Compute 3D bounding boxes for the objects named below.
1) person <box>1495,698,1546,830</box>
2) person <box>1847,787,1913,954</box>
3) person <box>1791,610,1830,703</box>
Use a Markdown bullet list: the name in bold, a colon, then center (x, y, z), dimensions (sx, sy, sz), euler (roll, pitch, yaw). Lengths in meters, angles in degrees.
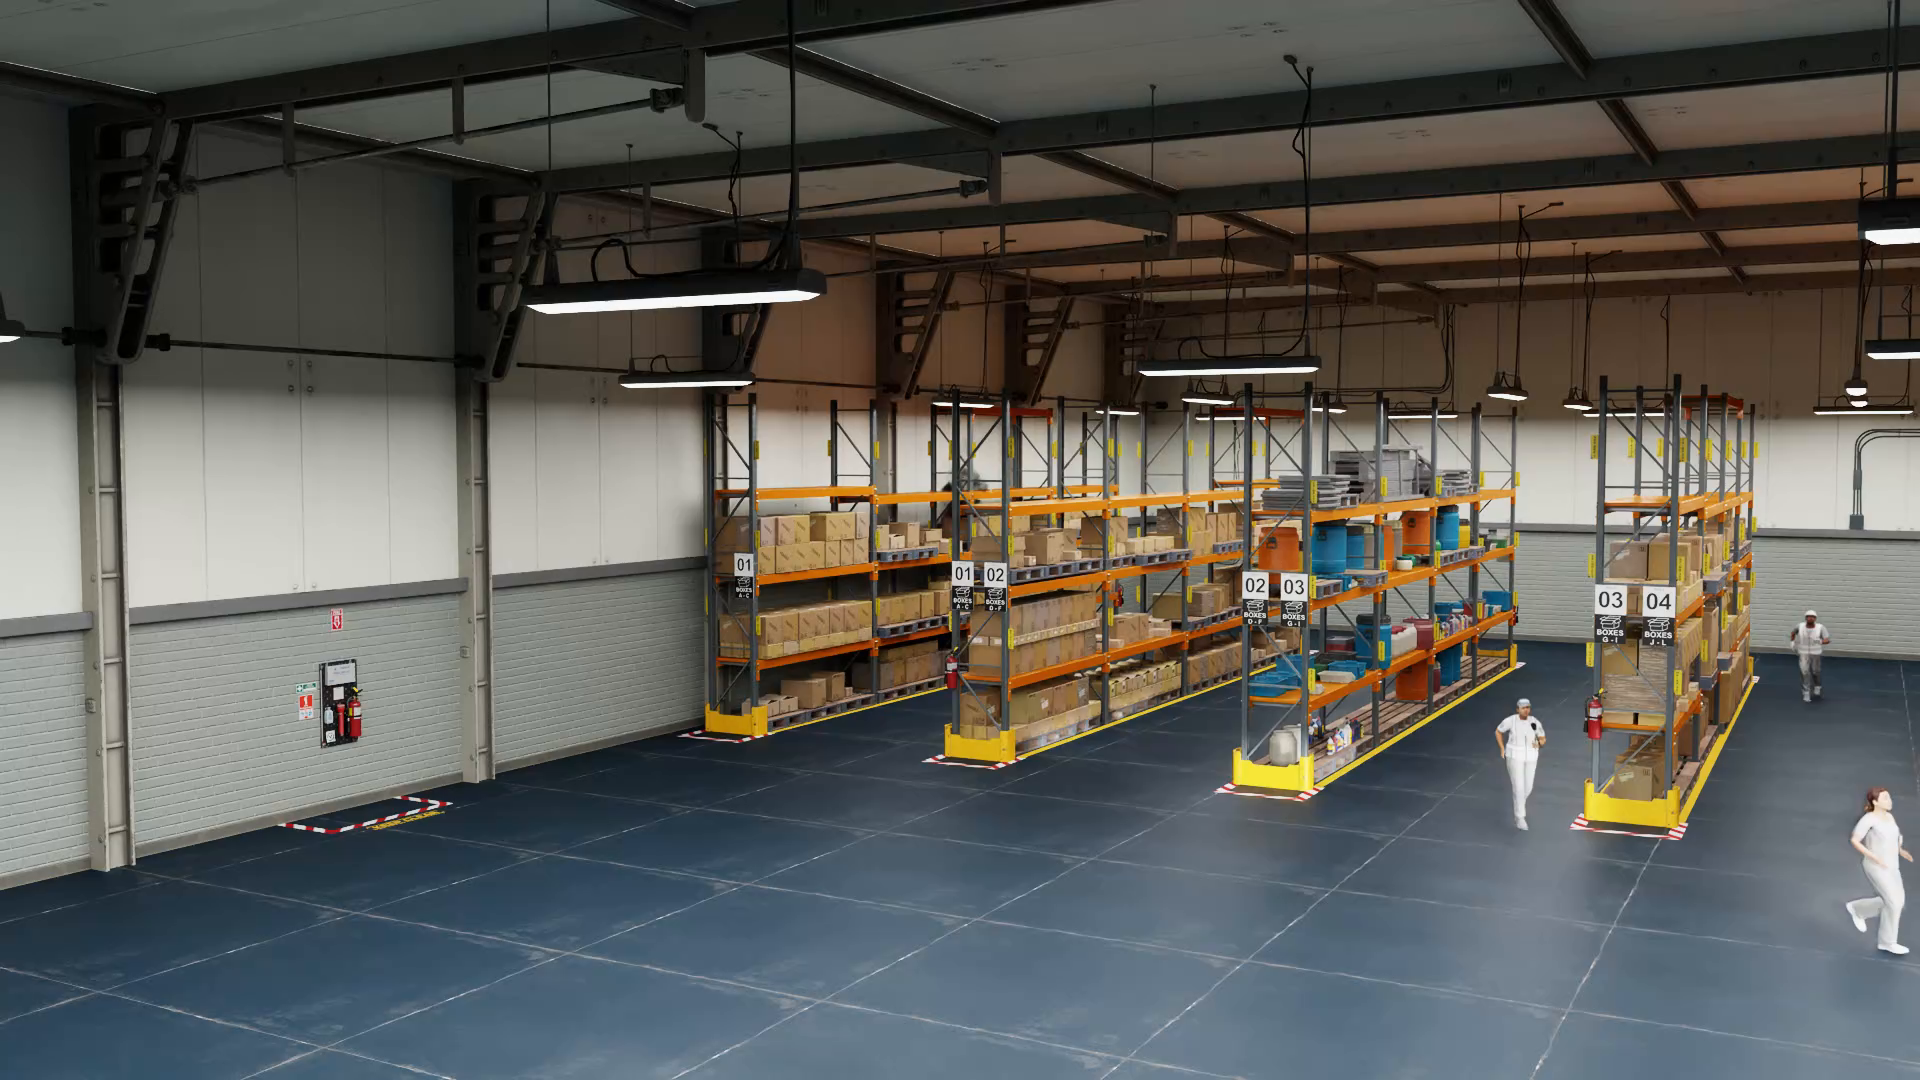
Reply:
- **person**: center (7.530, 2.965, 22.321), dimensions (0.592, 1.703, 0.820), euler (0, 3, 0)
- **person**: center (9.208, 3.288, 16.707), dimensions (0.568, 1.613, 0.702), euler (-2, 3, -27)
- **person**: center (17.030, 2.304, 33.330), dimensions (0.701, 1.805, 0.979), euler (2, 4, 28)
